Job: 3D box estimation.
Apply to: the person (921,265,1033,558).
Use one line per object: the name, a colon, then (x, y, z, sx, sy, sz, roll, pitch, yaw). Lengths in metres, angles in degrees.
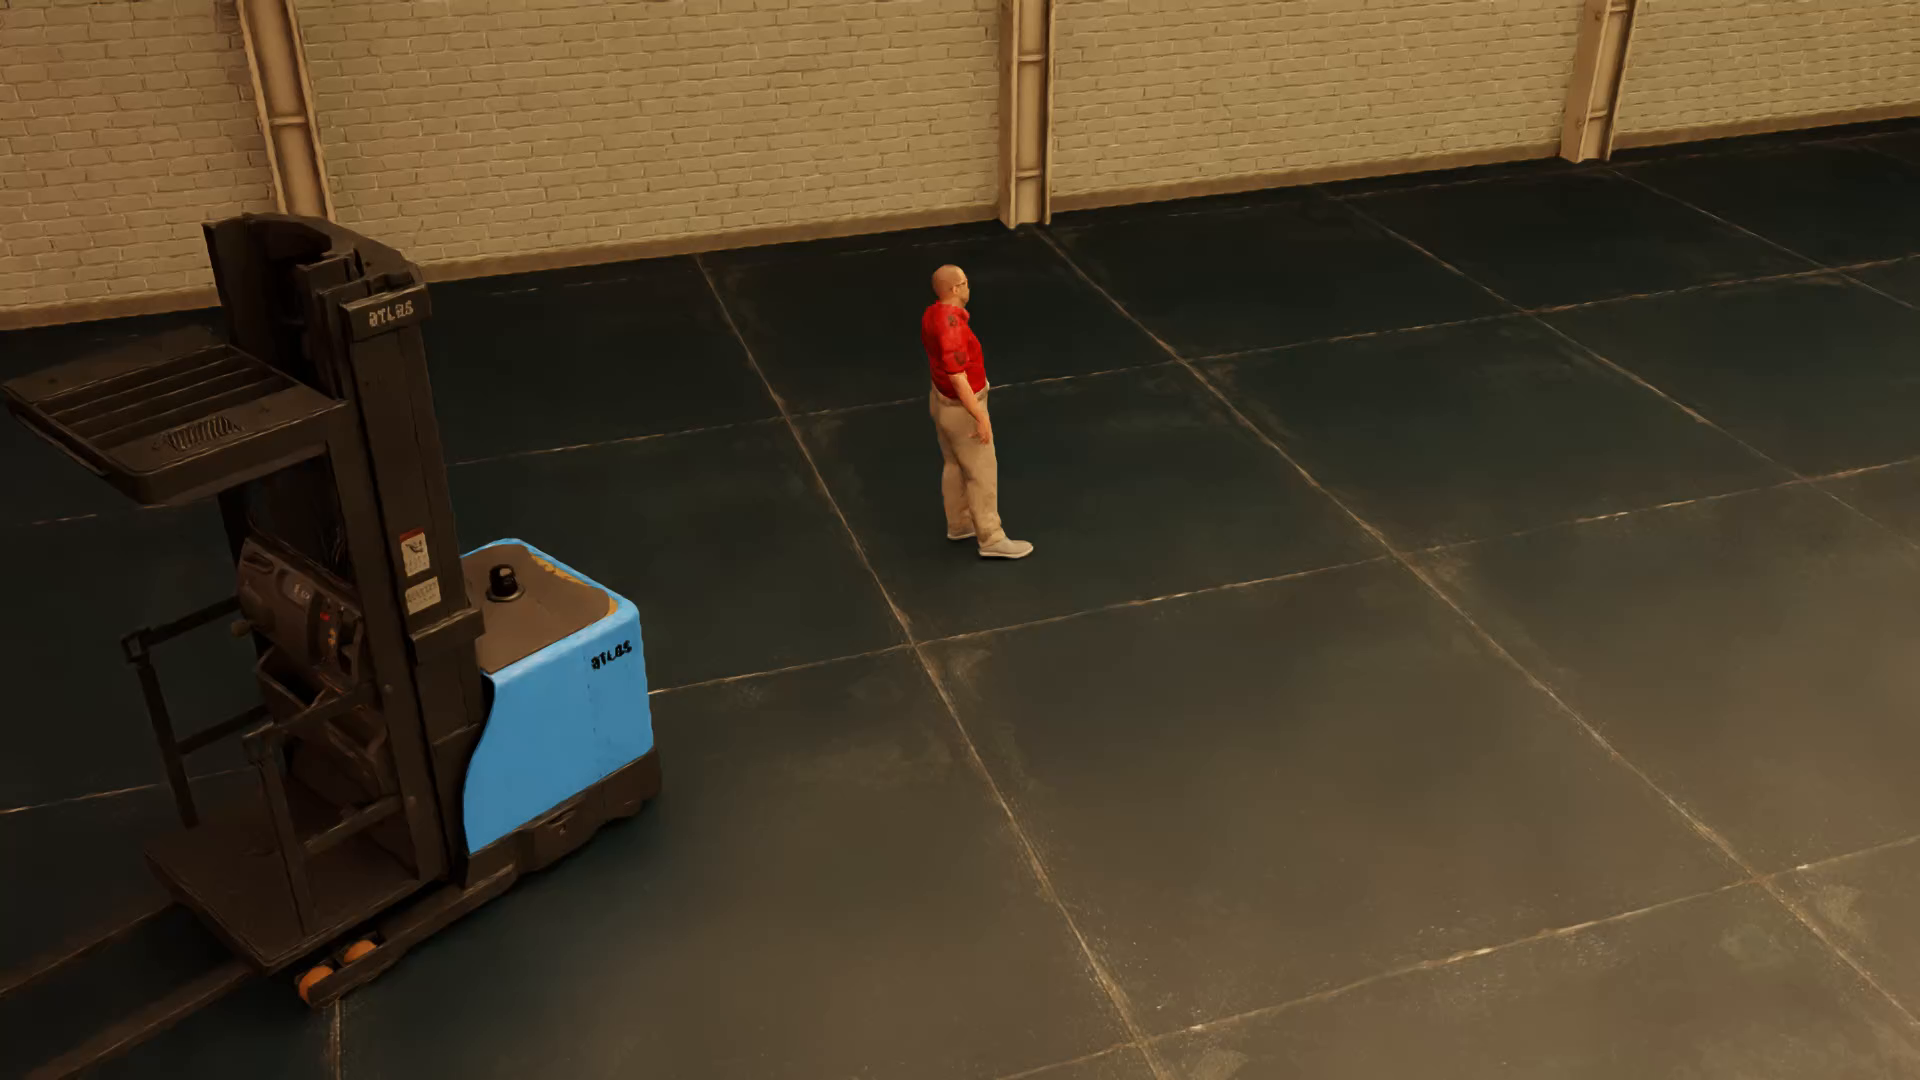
person: (0.089, -0.764, 9.606, 0.550, 1.727, 0.640, -10, 31, -16)

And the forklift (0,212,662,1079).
forklift: (-2.768, 0.337, 6.501, 1.130, 2.935, 3.031, 24, 38, 35)
